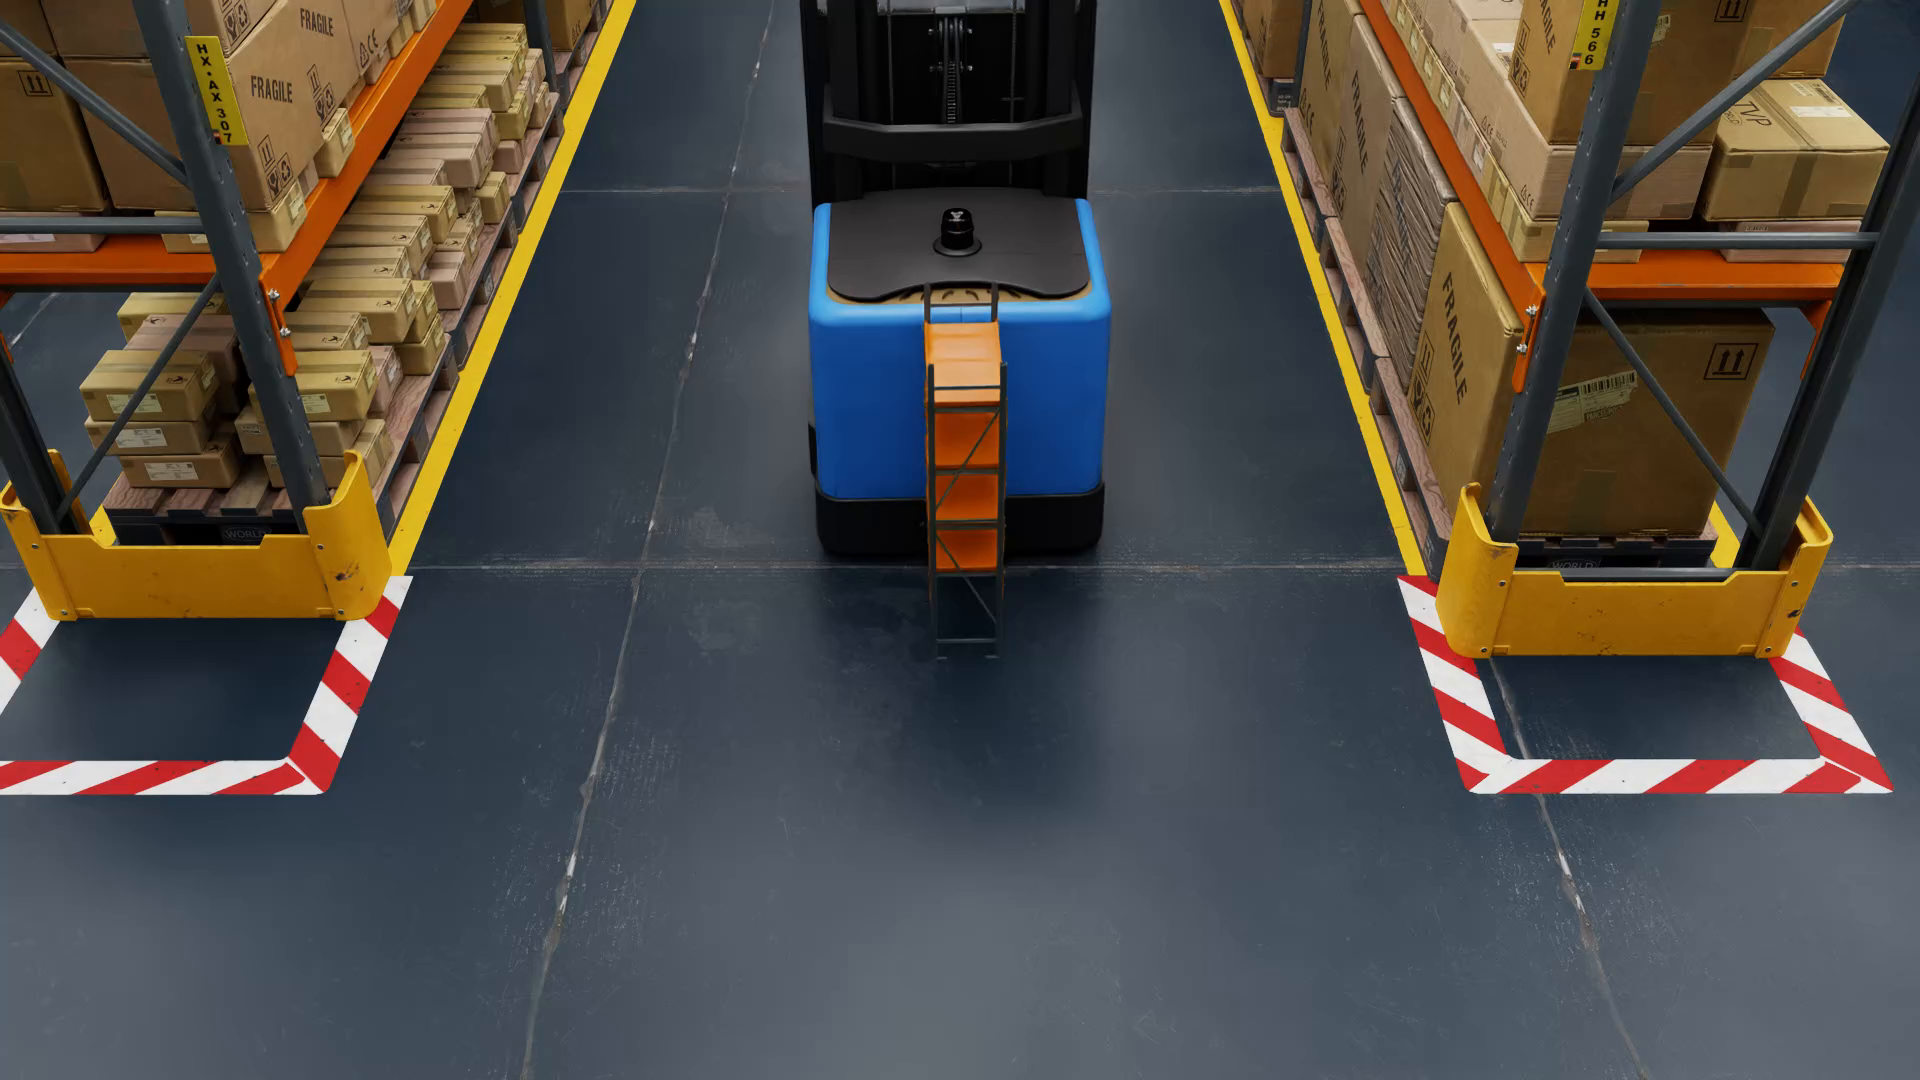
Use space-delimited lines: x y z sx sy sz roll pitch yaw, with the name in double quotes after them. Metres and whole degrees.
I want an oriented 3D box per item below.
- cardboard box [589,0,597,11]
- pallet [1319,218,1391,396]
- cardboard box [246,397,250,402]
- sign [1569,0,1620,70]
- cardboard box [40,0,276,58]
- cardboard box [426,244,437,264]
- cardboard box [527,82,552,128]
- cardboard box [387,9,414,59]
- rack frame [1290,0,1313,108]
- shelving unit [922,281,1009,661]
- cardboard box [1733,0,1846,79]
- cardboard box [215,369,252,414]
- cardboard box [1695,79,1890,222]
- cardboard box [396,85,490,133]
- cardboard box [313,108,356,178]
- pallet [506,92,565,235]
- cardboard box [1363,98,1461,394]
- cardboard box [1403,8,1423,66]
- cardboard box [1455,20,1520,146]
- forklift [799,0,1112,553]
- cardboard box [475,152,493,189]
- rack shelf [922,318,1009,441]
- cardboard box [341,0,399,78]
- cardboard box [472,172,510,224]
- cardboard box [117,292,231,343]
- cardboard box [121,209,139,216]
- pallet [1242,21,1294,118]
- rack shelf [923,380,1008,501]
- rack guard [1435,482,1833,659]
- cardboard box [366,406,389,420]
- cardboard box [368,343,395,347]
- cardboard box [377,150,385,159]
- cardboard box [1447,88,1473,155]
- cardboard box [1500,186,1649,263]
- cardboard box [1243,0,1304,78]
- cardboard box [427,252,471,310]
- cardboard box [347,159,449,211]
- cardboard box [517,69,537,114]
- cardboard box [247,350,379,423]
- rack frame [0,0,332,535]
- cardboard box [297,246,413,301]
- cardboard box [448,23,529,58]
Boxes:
-2.415 -3.427 9.791 0.500 0.500 0.500 2 39 2 "cardboard box"
2.210 -1.058 7.401 1.003 0.211 1.213 0 39 0 "pallet"
-2.897 -0.651 6.607 0.380 0.149 0.250 0 39 0 "cardboard box"
1.745 -1.437 4.530 0.100 0.325 0.005 0 39 0 "sign"
-2.407 -1.771 4.943 0.500 0.500 0.500 0 39 0 "cardboard box"
-2.478 -1.260 7.130 0.380 0.149 0.250 2 39 2 "cardboard box"
-2.336 -2.252 8.606 0.380 0.149 0.250 0 39 1 "cardboard box"
-2.398 -2.025 6.579 0.380 0.149 0.250 1 39 2 "cardboard box"
2.283 -3.386 8.077 1.000 3.000 0.127 0 39 0 "rack frame"
0.013 -0.211 5.554 0.258 1.200 0.503 -1 39 -2 "shelving unit"
2.557 -1.848 5.440 0.500 0.500 0.500 -1 39 -1 "cardboard box"
-2.905 -0.605 6.313 0.380 0.149 0.250 -1 39 -1 "cardboard box"
2.557 -1.243 5.284 0.500 0.250 0.500 -1 39 -1 "cardboard box"
-2.446 -2.029 7.852 0.380 0.149 0.250 1 39 1 "cardboard box"
-2.333 -1.377 5.770 0.380 0.149 0.250 -1 39 -1 "cardboard box"
-2.641 -1.938 8.499 1.003 0.211 1.213 0 39 0 "pallet"
2.206 -1.189 6.698 0.875 0.875 0.875 0 39 0 "cardboard box"
1.957 -1.965 6.504 0.380 0.149 0.250 1 39 1 "cardboard box"
2.022 -1.562 5.683 0.500 0.250 0.500 -1 39 -1 "cardboard box"
-0.053 -1.995 6.396 1.130 2.935 3.031 -1 39 -2 "forklift"
-2.406 -1.764 7.758 0.380 0.149 0.250 1 39 1 "cardboard box"
0.013 -0.518 5.308 0.258 0.148 0.480 -1 39 -2 "rack shelf"
-2.411 -2.022 6.056 0.500 0.500 0.500 0 39 1 "cardboard box"
-2.334 -1.605 7.798 0.380 0.149 0.250 0 39 0 "cardboard box"
-2.996 -0.878 6.415 0.380 0.149 0.250 -1 39 -1 "cardboard box"
-2.918 -1.206 5.557 0.380 0.149 0.250 0 39 0 "cardboard box"
2.207 -2.781 9.551 1.003 0.211 1.213 0 39 0 "pallet"
0.013 -0.333 5.456 0.258 0.148 0.480 -1 39 -2 "rack shelf"
2.288 0.106 5.718 1.175 0.500 0.348 0 39 0 "rack guard"
-2.435 -0.487 6.403 0.380 0.149 0.250 0 39 0 "cardboard box"
-2.449 -0.764 6.511 0.380 0.149 0.250 0 39 1 "cardboard box"
-2.896 -1.735 7.723 0.380 0.149 0.250 2 39 2 "cardboard box"
1.958 -1.486 5.906 0.380 0.149 0.250 1 39 1 "cardboard box"
1.958 -1.009 5.312 0.380 0.149 0.250 1 39 1 "cardboard box"
2.263 -3.121 9.109 1.225 0.875 0.875 0 39 0 "cardboard box"
-2.342 -1.118 7.190 0.380 0.149 0.250 -2 39 -2 "cardboard box"
-2.450 -1.536 7.236 0.380 0.149 0.250 0 39 0 "cardboard box"
-2.346 -2.247 8.362 0.380 0.149 0.250 -2 39 -2 "cardboard box"
-2.333 -0.556 6.013 0.380 0.149 0.250 -2 39 -2 "cardboard box"
-2.672 -0.944 5.030 1.000 3.000 0.127 0 39 0 "rack frame"
-2.409 -1.041 6.618 0.380 0.149 0.250 -2 39 -2 "cardboard box"
-2.416 -2.507 8.448 0.380 0.149 0.250 1 39 1 "cardboard box"
